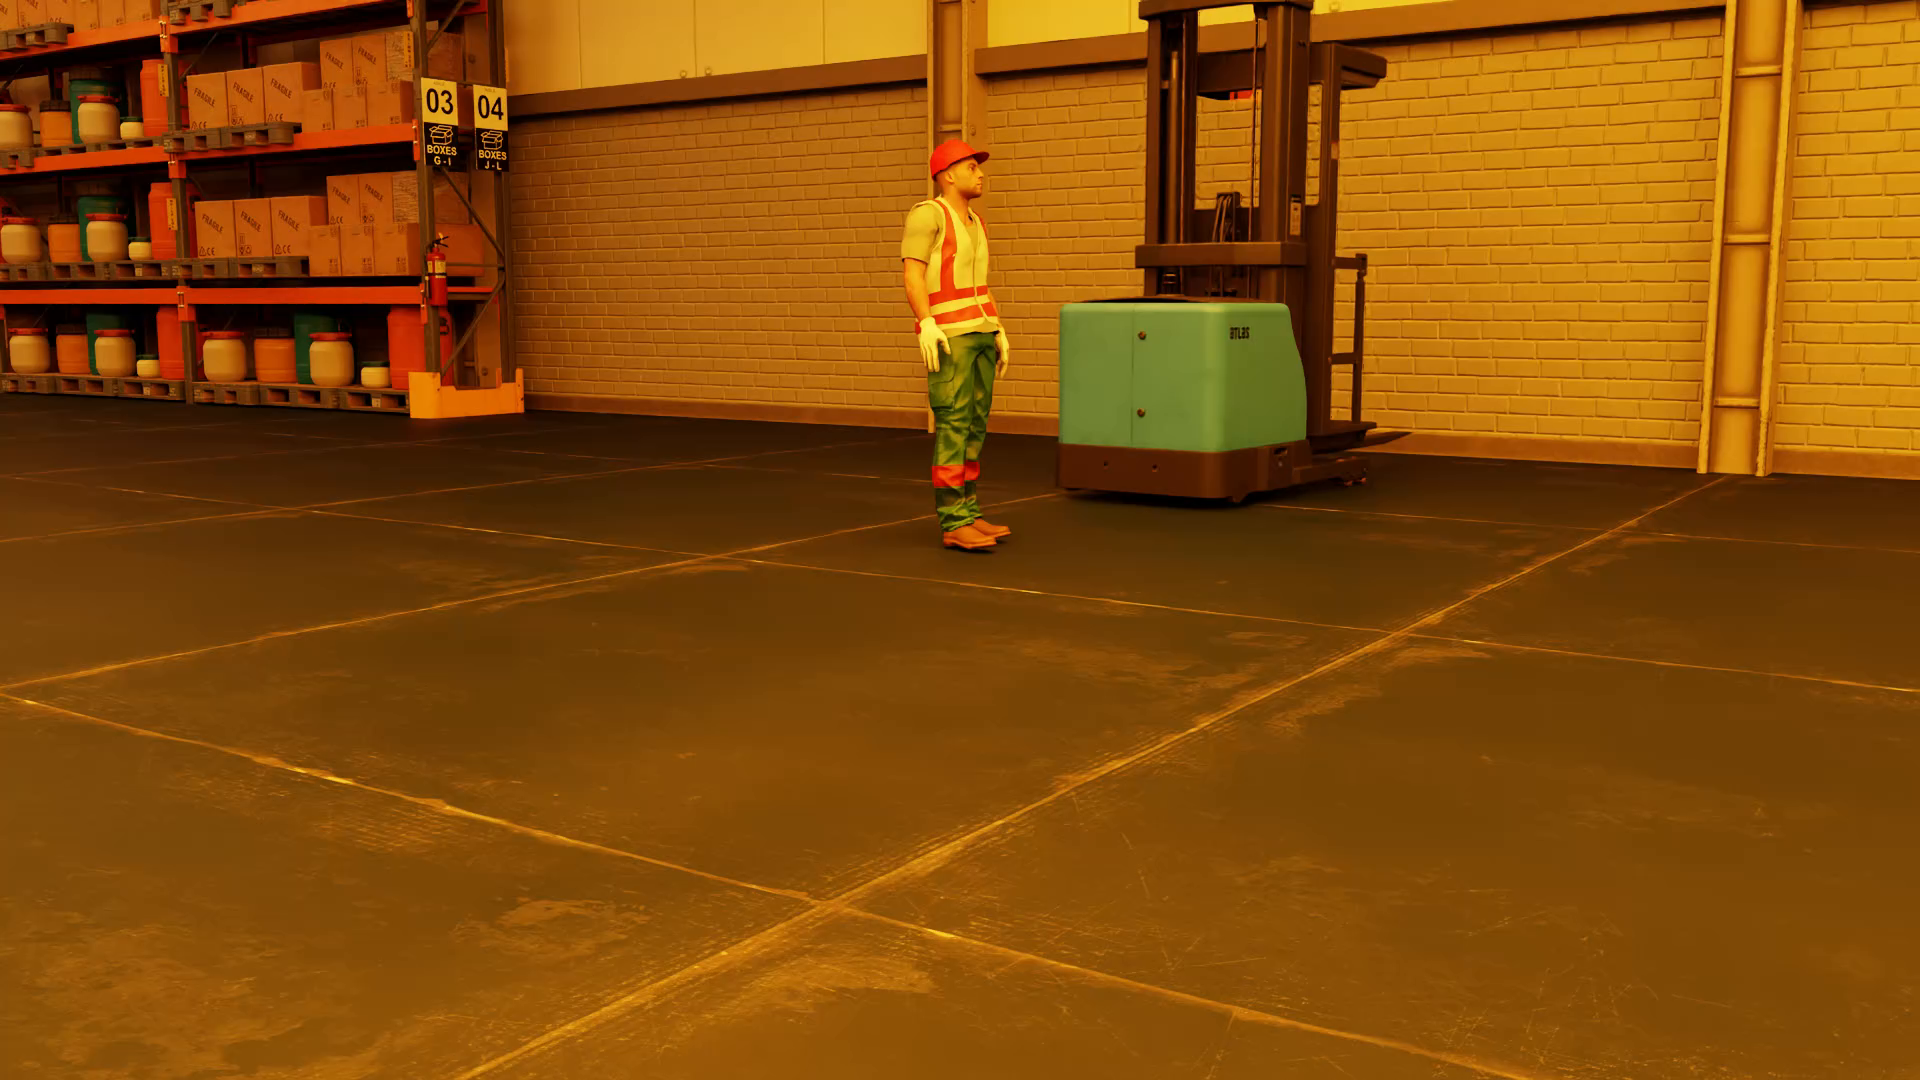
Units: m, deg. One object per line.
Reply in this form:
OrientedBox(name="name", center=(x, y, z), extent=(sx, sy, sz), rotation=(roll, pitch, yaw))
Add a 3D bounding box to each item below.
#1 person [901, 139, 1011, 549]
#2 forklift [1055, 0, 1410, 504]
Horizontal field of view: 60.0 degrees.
OrientedBox(name="person", center=(0.060, -0.885, 7.423), extent=(0.564, 1.787, 0.638), rotation=(5, 10, 34))
OrientedBox(name="forklift", center=(1.813, -1.803, 9.869), extent=(1.130, 2.935, 3.031), rotation=(6, 10, 36))
